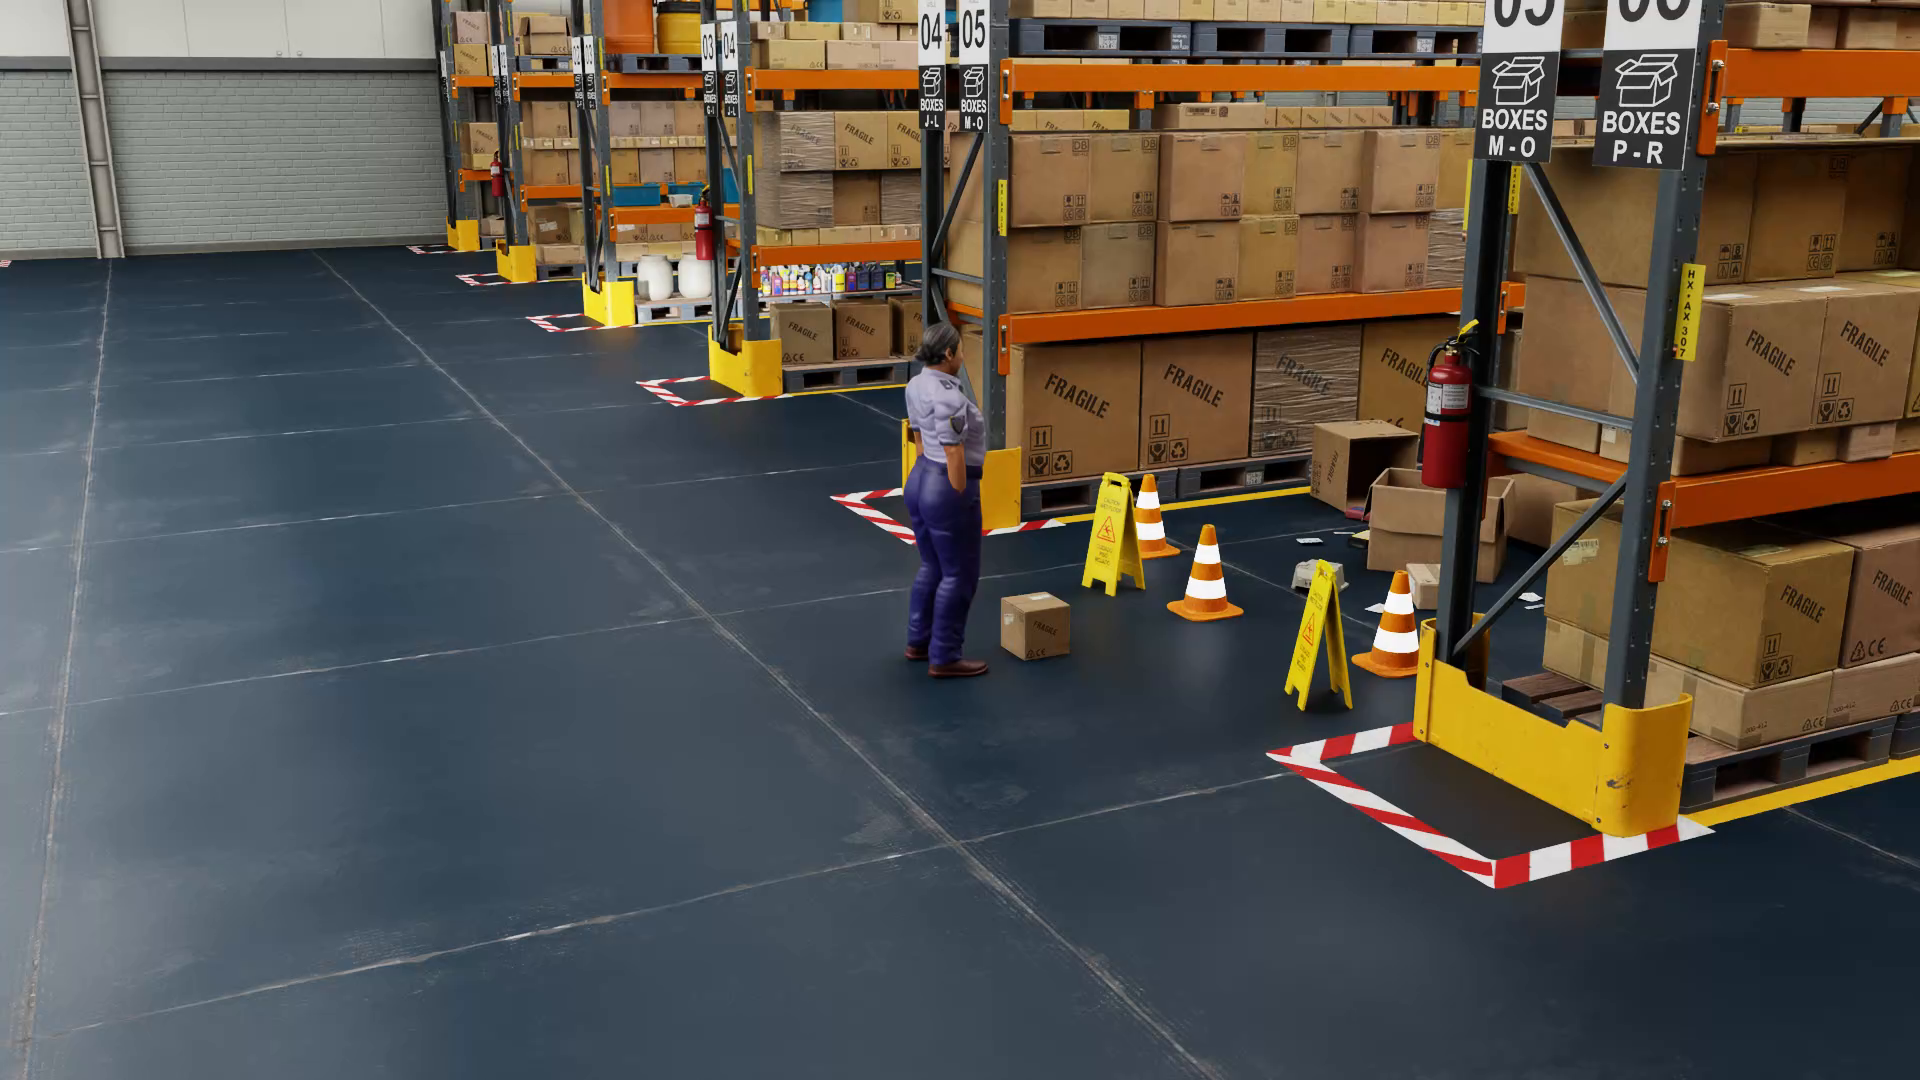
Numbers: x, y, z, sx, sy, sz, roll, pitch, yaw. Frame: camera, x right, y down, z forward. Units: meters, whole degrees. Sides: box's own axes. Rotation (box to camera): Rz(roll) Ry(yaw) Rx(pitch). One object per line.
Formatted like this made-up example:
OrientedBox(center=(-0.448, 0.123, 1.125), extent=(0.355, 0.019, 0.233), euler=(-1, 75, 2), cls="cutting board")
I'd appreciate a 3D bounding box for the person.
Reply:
OrientedBox(center=(-0.071, -0.197, 7.783), extent=(0.342, 1.646, 0.469), euler=(-7, 17, -24), cls="person")
